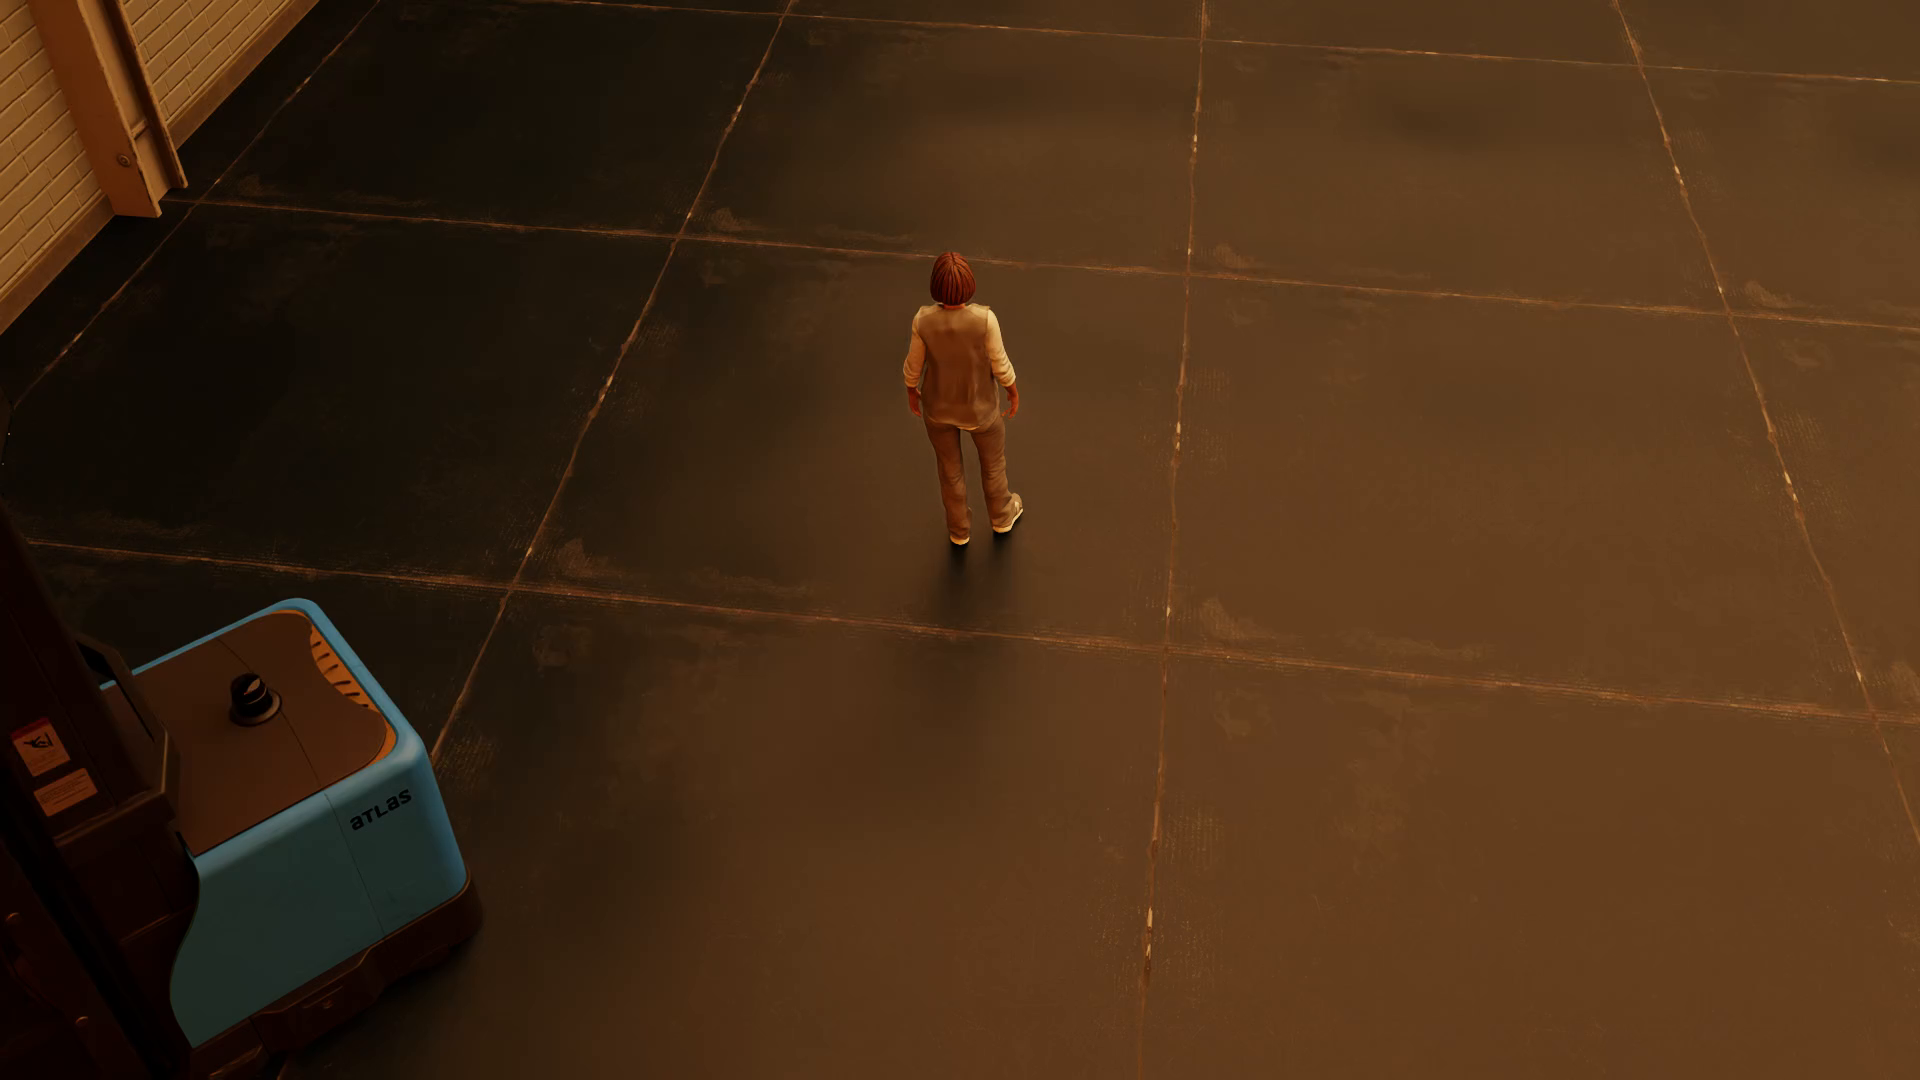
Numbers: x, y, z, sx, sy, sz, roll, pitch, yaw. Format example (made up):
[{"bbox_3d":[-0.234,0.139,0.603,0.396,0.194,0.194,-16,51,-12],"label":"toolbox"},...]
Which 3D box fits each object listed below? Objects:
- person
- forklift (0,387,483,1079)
[{"bbox_3d":[0.024,-0.637,7.403,0.520,1.585,0.473,5,43,6],"label":"person"},{"bbox_3d":[-3.247,0.786,4.869,3.031,2.935,1.130,-29,50,-28],"label":"forklift"}]
